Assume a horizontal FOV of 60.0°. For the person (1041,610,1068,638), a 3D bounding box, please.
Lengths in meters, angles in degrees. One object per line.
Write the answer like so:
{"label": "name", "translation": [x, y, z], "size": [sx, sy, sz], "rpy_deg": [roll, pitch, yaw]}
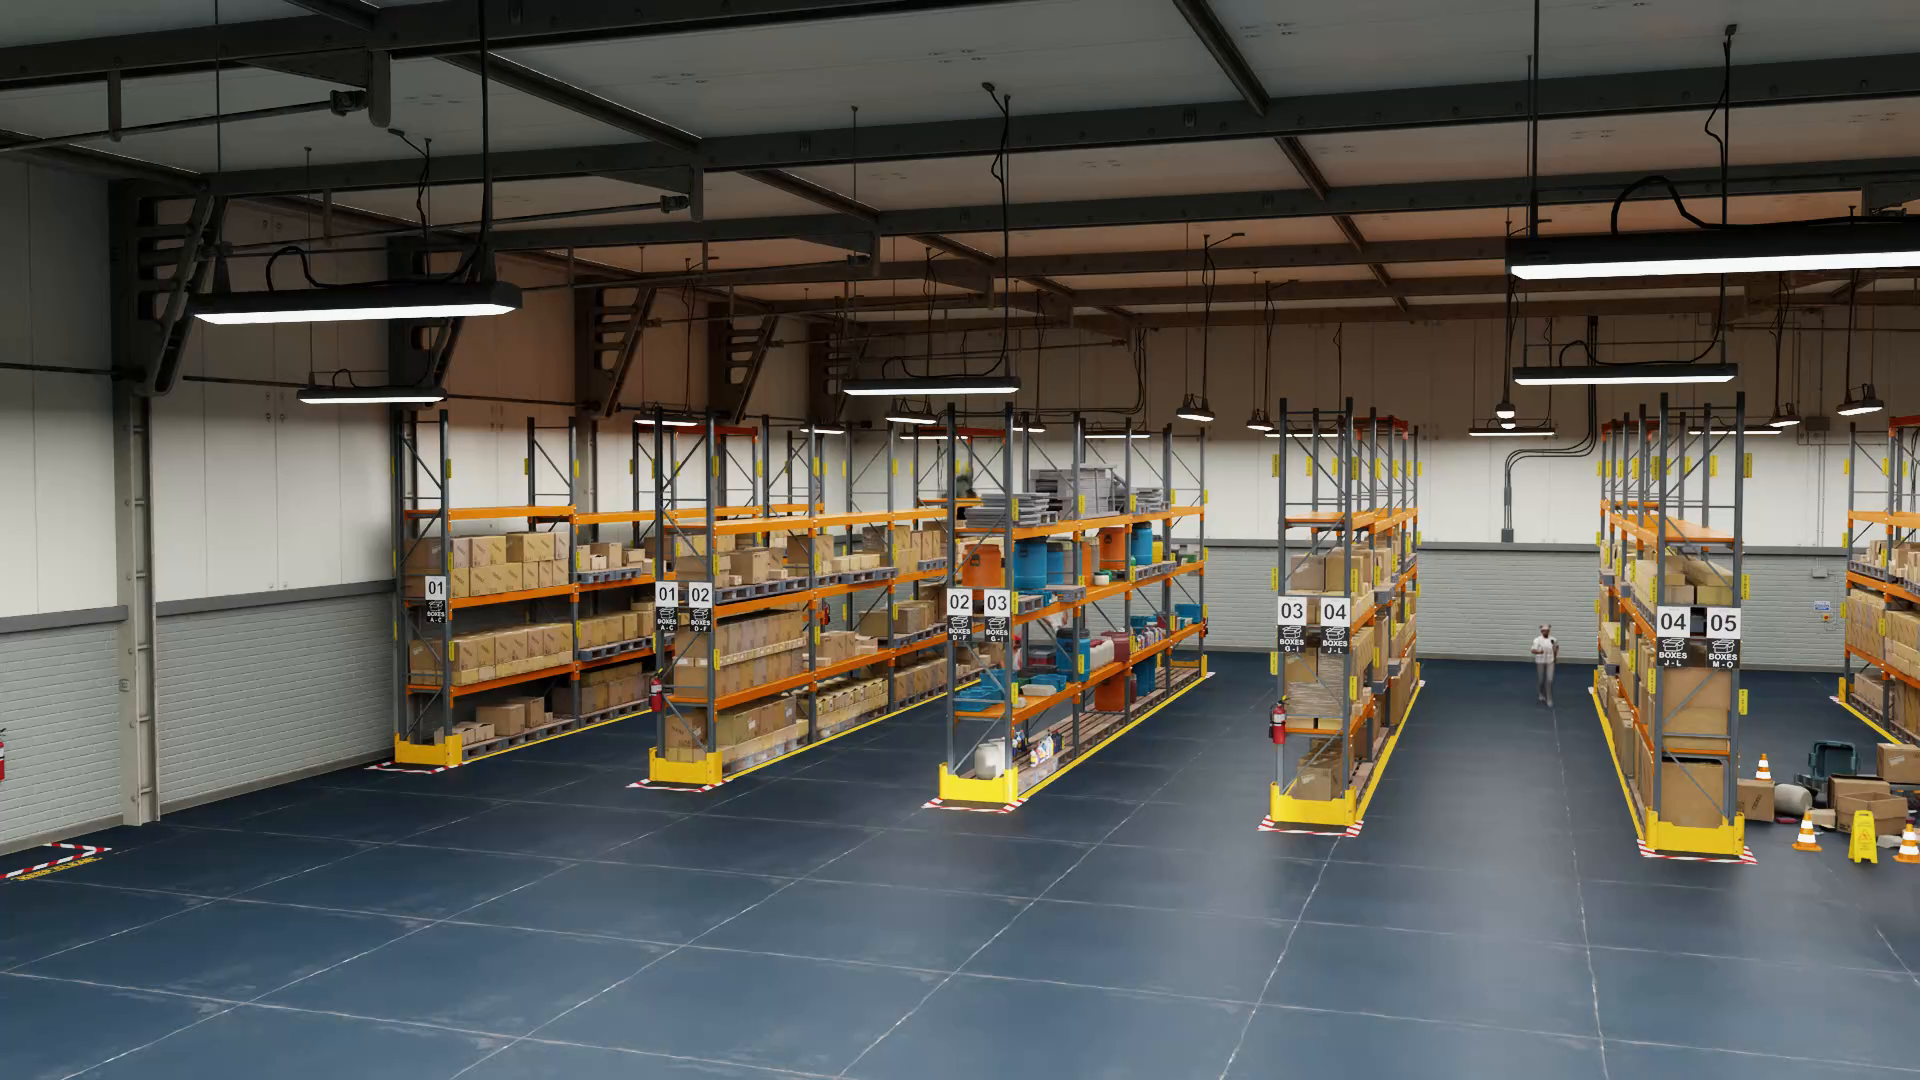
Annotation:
{"label": "person", "translation": [2.368, 2.120, 41.635], "size": [0.720, 1.701, 0.669], "rpy_deg": [-1, 3, -14]}

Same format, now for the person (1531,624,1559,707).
{"label": "person", "translation": [12.419, 2.626, 35.291], "size": [0.576, 1.719, 0.890], "rpy_deg": [1, 3, 14]}

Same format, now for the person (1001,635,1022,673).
{"label": "person", "translation": [1.054, 2.732, 32.640], "size": [0.665, 1.737, 0.569], "rpy_deg": [1, 3, 20]}
